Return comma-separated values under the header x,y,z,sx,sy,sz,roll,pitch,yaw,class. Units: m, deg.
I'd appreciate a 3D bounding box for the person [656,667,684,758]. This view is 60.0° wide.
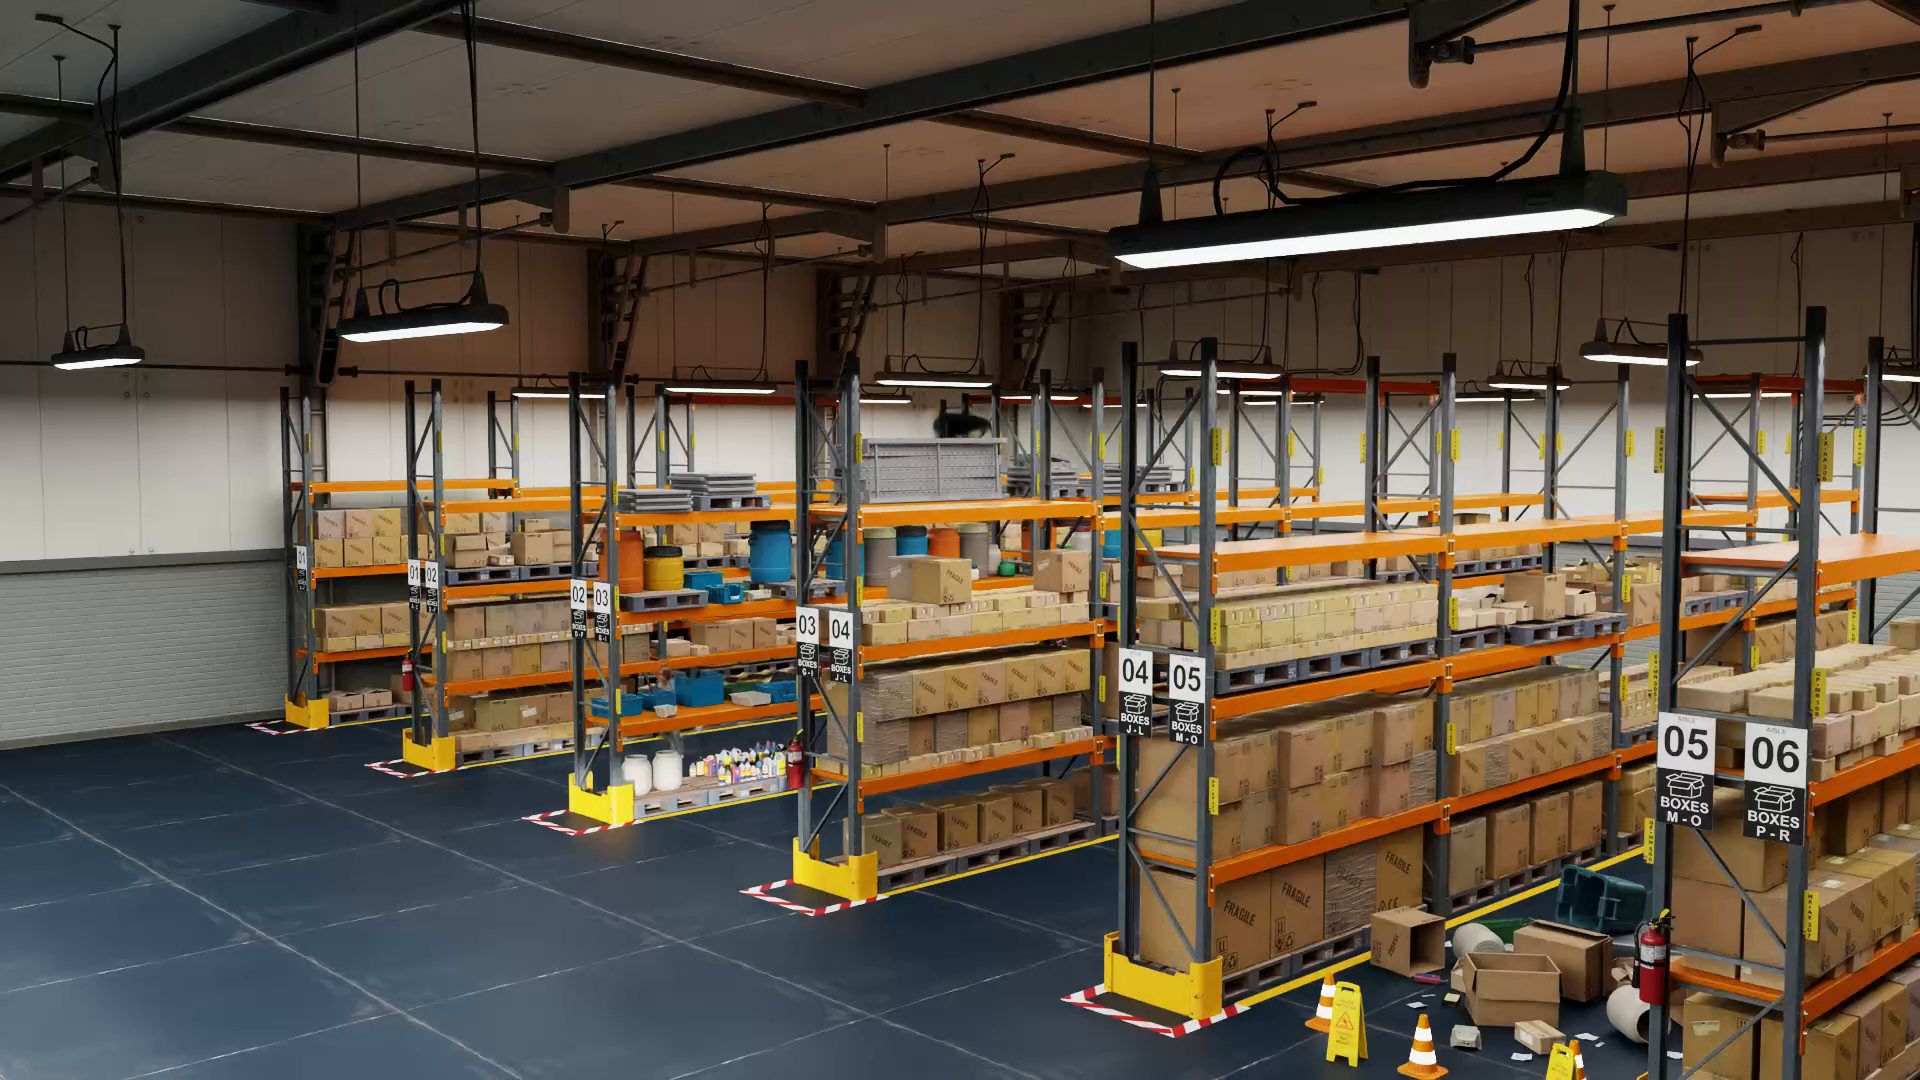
x,y,z,sx,sy,sz,roll,pitch,yaw,class
-4.559,2.733,26.077,0.524,1.524,0.743,2,4,25,person

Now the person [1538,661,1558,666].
x,y,z,sx,sy,sz,roll,pitch,yaw,class
10.734,2.416,30.741,0.557,1.610,0.576,3,5,43,person
